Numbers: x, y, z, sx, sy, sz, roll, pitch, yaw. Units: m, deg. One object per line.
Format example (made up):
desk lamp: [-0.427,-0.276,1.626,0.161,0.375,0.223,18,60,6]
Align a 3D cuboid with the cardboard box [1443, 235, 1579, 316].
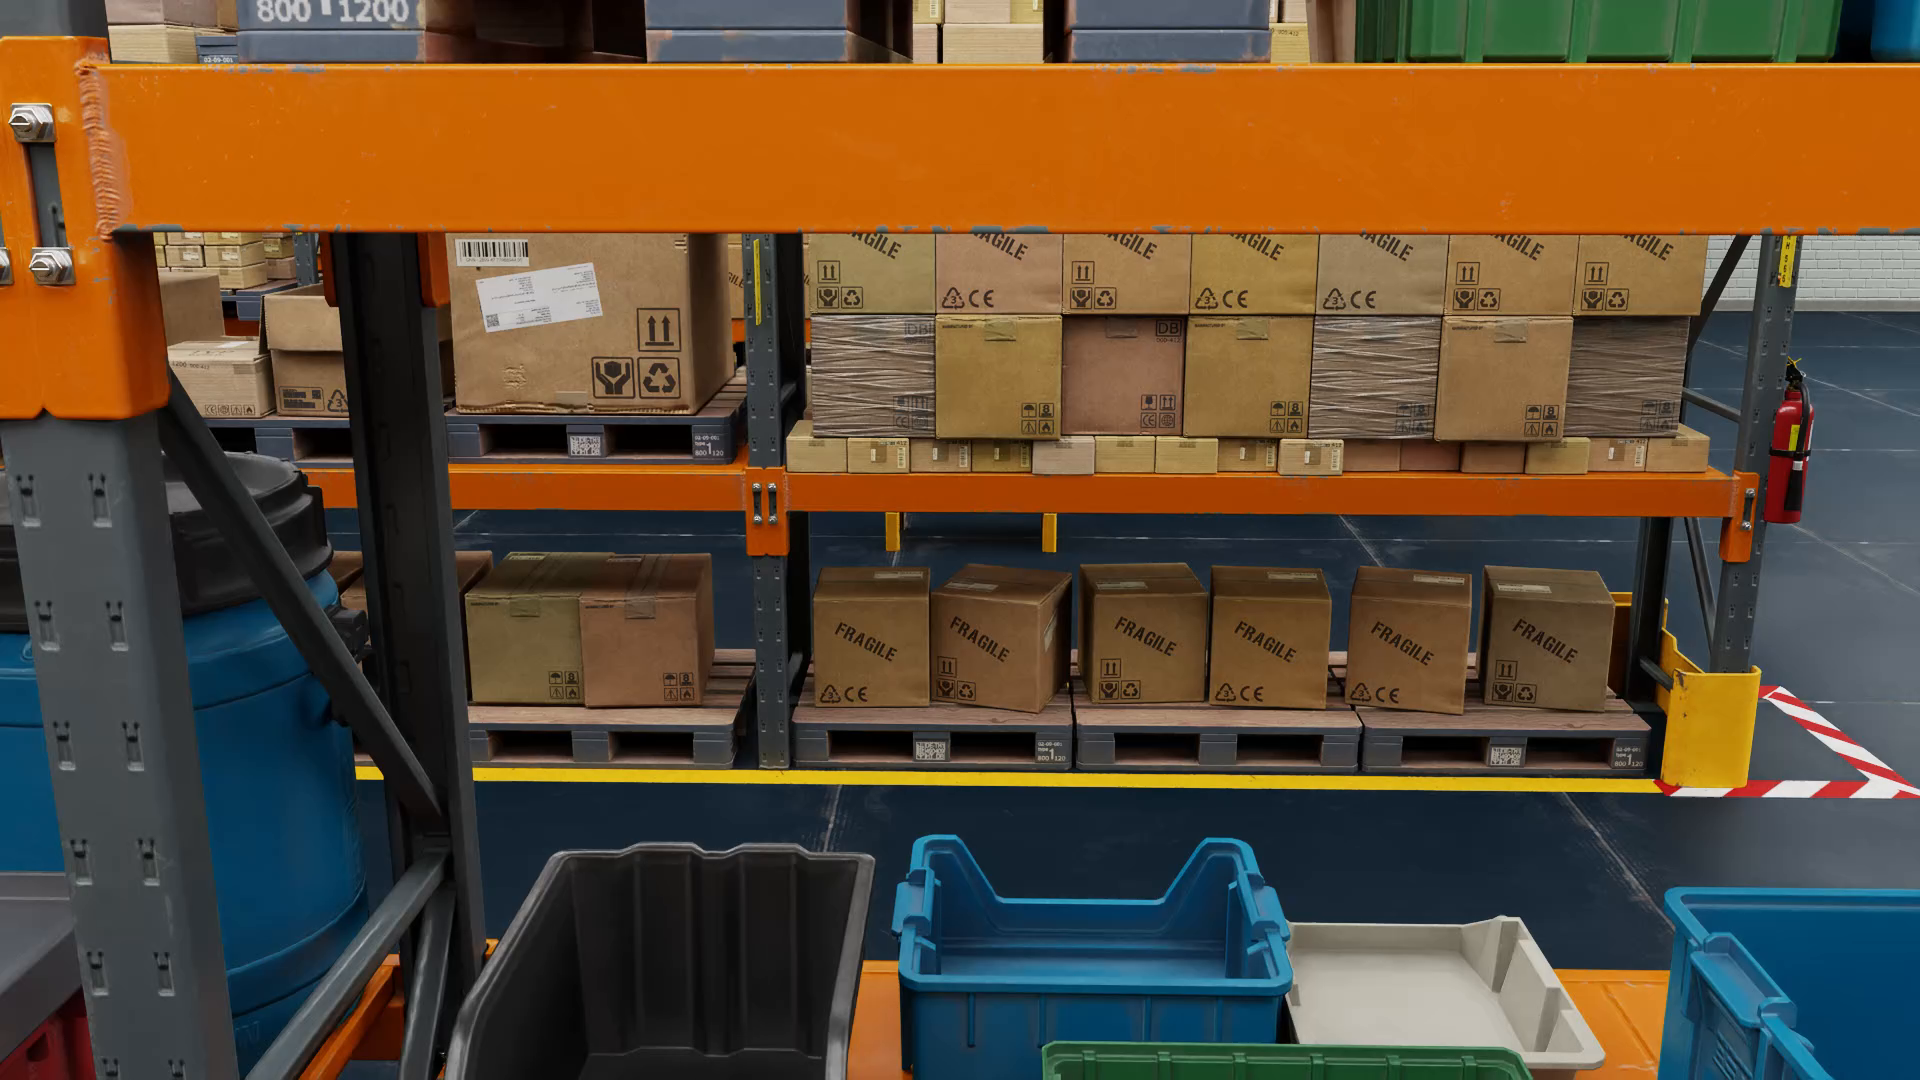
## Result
cardboard box: [2.159,-1.184,6.709,0.500,0.500,0.500,0,15,1]

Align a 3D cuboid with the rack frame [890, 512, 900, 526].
rack frame: [-0.423,-0.728,10.659,0.032,1.500,0.500,0,15,1]

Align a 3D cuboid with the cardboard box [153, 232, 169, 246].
cardboard box: [-5.569,-2.142,11.581,0.250,0.149,0.380,1,15,3]

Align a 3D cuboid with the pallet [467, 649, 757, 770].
pallet: [-1.562,0.751,7.578,1.213,0.211,1.003,0,15,1]

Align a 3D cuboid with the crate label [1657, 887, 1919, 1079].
crate label: [1.242,0.737,2.098,0.616,0.435,0.502,0,15,1]

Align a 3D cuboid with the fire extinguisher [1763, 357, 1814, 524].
fire extinguisher: [3.318,-0.410,6.667,0.183,0.674,0.296,0,15,1]

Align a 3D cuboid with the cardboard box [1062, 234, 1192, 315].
cardboard box: [0.660,-1.194,6.745,0.500,0.500,0.500,0,15,1]

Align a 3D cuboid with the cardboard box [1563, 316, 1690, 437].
cardboard box: [2.666,-0.769,7.095,0.500,0.500,0.875,0,15,1]

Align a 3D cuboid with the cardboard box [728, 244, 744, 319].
cardboard box: [-1.589,-1.843,11.750,0.500,0.500,0.500,0,15,1]

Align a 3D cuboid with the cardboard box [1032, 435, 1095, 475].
cardboard box: [0.423,-0.382,6.899,0.250,0.149,0.380,0,15,1]

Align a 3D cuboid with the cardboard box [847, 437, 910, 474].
cardboard box: [-0.326,-0.388,6.922,0.250,0.149,0.380,0,15,1]

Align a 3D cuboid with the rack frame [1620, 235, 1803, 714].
rack frame: [3.215,-0.566,7.106,0.127,3.000,1.000,0,15,1]

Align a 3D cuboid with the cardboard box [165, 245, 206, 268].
cardboard box: [-5.327,-1.996,11.613,0.250,0.149,0.380,1,15,4]

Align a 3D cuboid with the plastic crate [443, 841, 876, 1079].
plastic crate: [-0.390,0.737,2.289,0.504,0.338,0.767,0,15,1]

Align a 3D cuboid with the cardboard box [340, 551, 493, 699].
cardboard box: [-2.432,0.383,7.546,0.500,0.500,0.700,-1,15,-3]

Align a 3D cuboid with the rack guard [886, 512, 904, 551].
rack guard: [-0.422,-0.124,10.819,0.087,0.250,0.587,0,15,1]

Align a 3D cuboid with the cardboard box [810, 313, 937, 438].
cardboard box: [-0.335,-0.766,7.083,0.500,0.500,0.875,0,15,1]

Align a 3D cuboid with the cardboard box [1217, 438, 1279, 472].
cardboard box: [1.175,-0.396,6.954,0.250,0.149,0.380,0,15,1]

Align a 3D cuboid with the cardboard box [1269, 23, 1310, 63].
cardboard box: [1.213,-1.892,6.546,0.500,0.250,0.500,0,15,0]

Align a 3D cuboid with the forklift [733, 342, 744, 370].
forklift: [-2.165,-2.192,13.402,3.031,2.935,1.130,1,15,4]

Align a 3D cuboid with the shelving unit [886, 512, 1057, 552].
shelving unit: [0.076,-0.725,10.647,1.083,1.500,0.587,0,15,1]

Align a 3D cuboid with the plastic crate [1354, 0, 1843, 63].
plastic crate: [0.661,-0.597,1.759,0.450,0.188,0.336,0,15,1]

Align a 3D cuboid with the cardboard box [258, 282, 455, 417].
cardboard box: [-2.519,-0.833,7.091,0.637,0.503,0.797,2,15,7]

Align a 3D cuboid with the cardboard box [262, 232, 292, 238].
cardboard box: [-5.016,-2.304,12.196,0.250,0.149,0.380,0,15,2]

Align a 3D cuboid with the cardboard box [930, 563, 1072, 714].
cardboard box: [0.188,0.428,7.414,0.500,0.500,0.500,5,16,19]

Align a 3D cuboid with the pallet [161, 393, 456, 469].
pallet: [-2.802,-0.523,7.318,1.213,0.211,1.003,0,15,1]

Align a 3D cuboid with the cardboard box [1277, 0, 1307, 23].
cardboard box: [1.357,-2.083,6.487,0.250,0.149,0.380,0,15,-1]

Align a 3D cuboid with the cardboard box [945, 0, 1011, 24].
cardboard box: [0.073,-2.090,6.516,0.250,0.149,0.380,0,15,2]

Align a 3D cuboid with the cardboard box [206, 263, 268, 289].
cardboard box: [-5.059,-1.850,11.641,0.250,0.149,0.380,1,15,2]

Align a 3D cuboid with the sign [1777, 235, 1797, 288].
sign: [3.181,-1.137,6.382,0.005,0.325,0.100,0,15,1]

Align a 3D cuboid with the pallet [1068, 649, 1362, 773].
pallet: [1.112,0.759,7.550,1.213,0.211,1.003,0,15,1]

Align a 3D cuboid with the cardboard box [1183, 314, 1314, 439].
cardboard box: [1.165,-0.762,7.069,0.500,0.500,0.875,0,15,1]

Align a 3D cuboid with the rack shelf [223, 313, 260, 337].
rack shelf: [-6.554,-1.548,12.236,4.000,0.370,1.077,0,15,1]

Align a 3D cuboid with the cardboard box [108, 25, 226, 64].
cardboard box: [-3.291,-1.924,6.666,0.500,0.250,0.500,1,15,3]

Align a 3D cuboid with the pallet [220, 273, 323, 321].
pallet: [-5.269,-1.767,12.034,1.003,0.211,1.213,0,15,1]

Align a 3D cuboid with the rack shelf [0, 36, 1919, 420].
rack shelf: [1.090,-0.419,2.077,4.000,0.370,1.077,0,15,1]

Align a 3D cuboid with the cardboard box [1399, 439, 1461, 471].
cardboard box: [1.926,-0.402,6.976,0.250,0.149,0.380,0,15,1]

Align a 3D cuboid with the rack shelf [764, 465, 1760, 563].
rack shelf: [1.216,-0.231,7.247,4.000,0.370,1.077,0,15,1]

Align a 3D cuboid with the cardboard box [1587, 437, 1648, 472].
cardboard box: [2.675,-0.396,6.952,0.250,0.149,0.380,0,15,1]

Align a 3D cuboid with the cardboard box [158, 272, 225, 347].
cardboard box: [-3.681,-0.898,7.345,0.500,0.500,0.700,3,15,10]

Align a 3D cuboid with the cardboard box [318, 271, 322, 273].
cardboard box: [-6.109,-2.354,17.223,0.875,0.875,0.875,1,15,2]

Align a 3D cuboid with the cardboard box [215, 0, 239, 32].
cardboard box: [-3.291,-2.412,7.045,0.500,0.500,0.500,1,15,2]

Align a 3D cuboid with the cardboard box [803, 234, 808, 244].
cardboard box: [-1.052,-2.390,11.862,0.500,0.500,0.700,0,15,0]

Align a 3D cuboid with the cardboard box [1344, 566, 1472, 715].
cardboard box: [1.993,0.436,7.384,0.500,0.500,0.500,4,15,16]
